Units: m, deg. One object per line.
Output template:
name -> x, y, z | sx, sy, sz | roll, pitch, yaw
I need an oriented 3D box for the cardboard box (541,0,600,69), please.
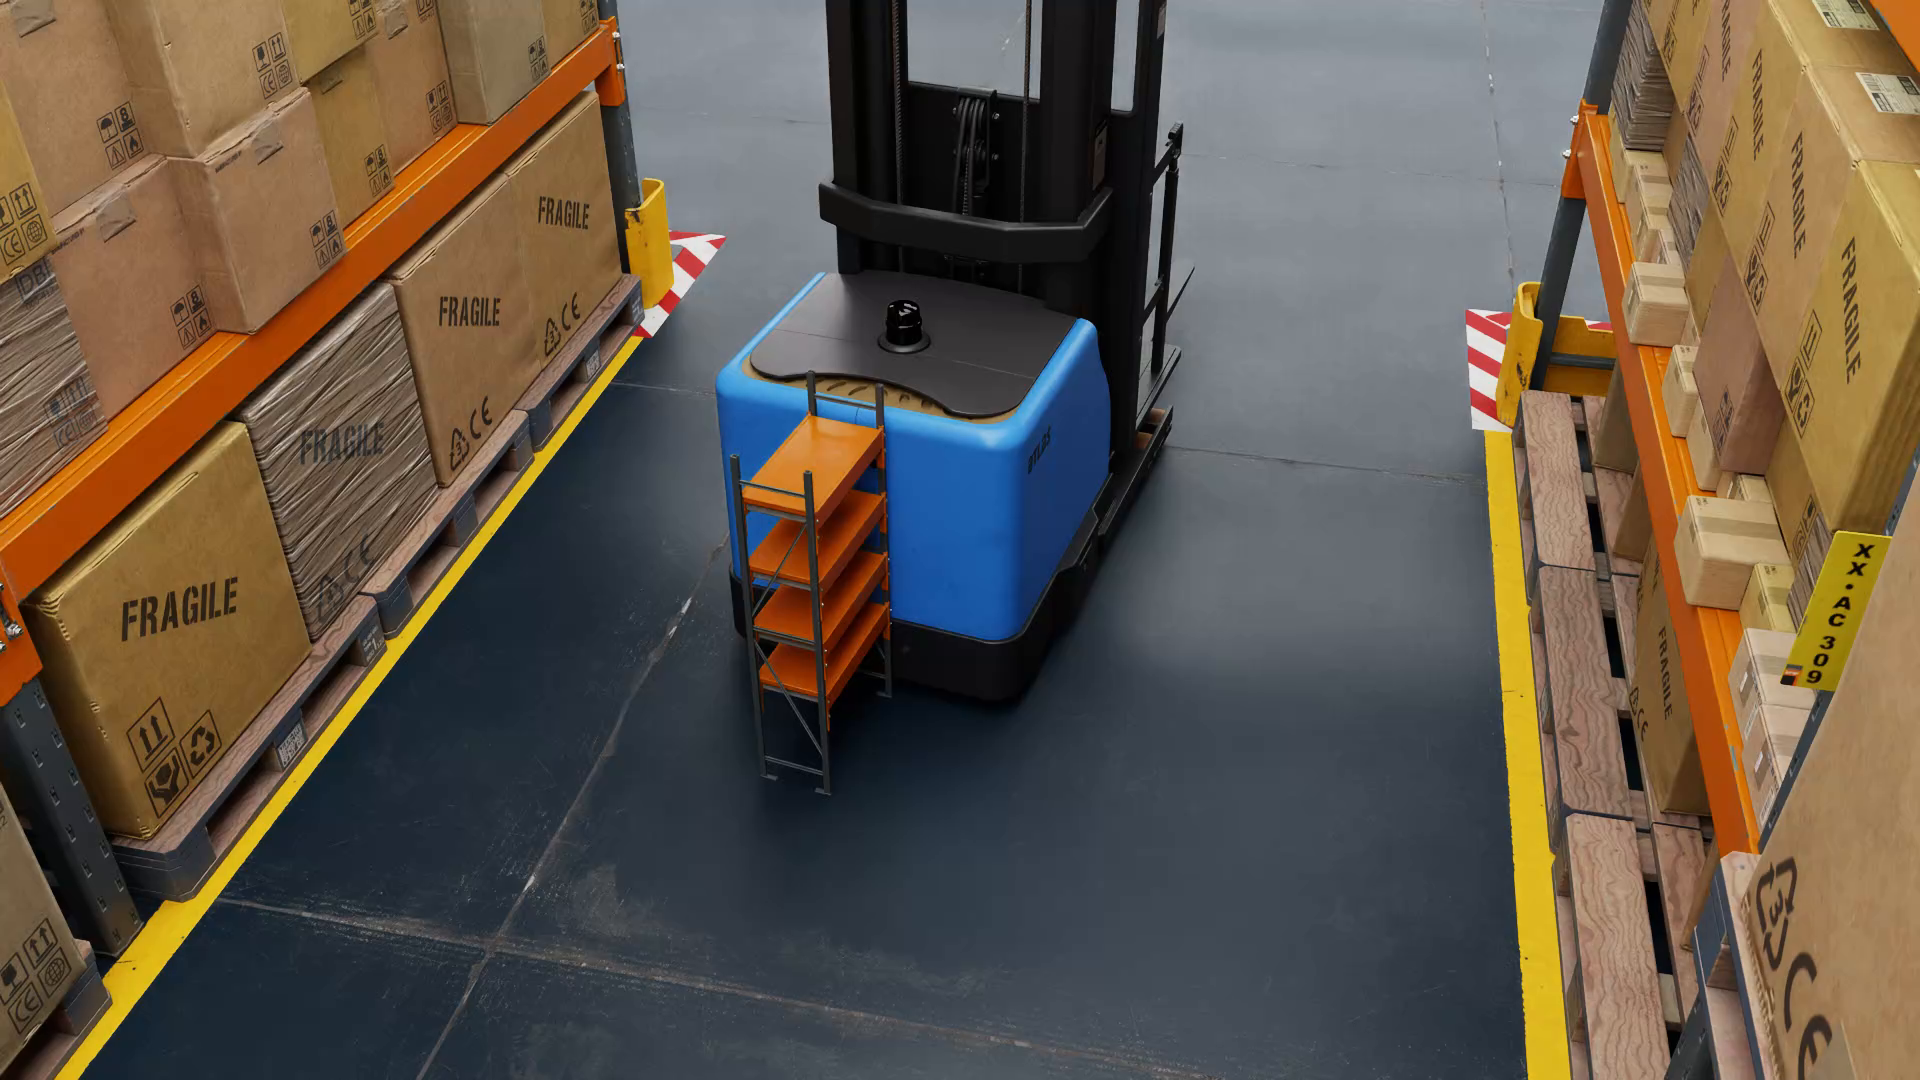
cardboard box -> -2.001, -2.277, 6.708 | 0.875, 0.550, 0.550 | 7, 37, 10

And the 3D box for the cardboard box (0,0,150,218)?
cardboard box -> -2.704, -1.177, 4.270 | 0.875, 0.550, 0.550 | 7, 37, 10

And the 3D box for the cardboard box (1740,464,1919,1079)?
cardboard box -> 1.697, 0.563, 2.048 | 1.000, 1.000, 1.000 | 8, 37, 10

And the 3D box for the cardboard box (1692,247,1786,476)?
cardboard box -> 2.310, -0.455, 3.983 | 0.875, 0.500, 0.500 | 7, 37, 10

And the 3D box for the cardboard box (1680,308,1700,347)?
cardboard box -> 2.226, -0.512, 4.615 | 0.380, 0.149, 0.250 | 7, 37, 10

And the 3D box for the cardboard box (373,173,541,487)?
cardboard box -> -2.232, -0.843, 6.310 | 0.875, 0.875, 0.875 | 7, 36, 9

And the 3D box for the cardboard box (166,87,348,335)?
cardboard box -> -2.427, -1.029, 4.985 | 0.875, 0.550, 0.550 | 7, 37, 10

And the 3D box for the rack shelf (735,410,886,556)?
rack shelf -> -0.424, -0.172, 4.795 | 0.258, 0.148, 0.480 | 13, 38, 17

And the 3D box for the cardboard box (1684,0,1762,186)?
cardboard box -> 2.155, -1.180, 4.131 | 0.500, 0.500, 0.500 | 7, 37, 10

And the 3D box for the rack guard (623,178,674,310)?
rack guard -> -1.961, -1.437, 7.806 | 1.175, 0.500, 0.348 | 7, 37, 10

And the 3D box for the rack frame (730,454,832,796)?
rack frame -> -0.511, 0.280, 4.841 | 0.240, 1.200, 0.015 | 13, 38, 17

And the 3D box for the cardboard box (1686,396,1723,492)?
cardboard box -> 2.078, -0.231, 4.227 | 0.380, 0.149, 0.250 | 7, 37, 10

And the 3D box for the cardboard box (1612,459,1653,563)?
cardboard box -> 2.614, -0.210, 5.757 | 0.500, 0.500, 0.500 | 17, 39, 22

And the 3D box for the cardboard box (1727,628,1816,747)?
cardboard box -> 1.825, 0.337, 3.443 | 0.380, 0.149, 0.250 | 7, 37, 10

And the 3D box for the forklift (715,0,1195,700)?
forklift -> 0.222, -1.528, 5.861 | 1.130, 2.935, 3.031 | 13, 38, 17

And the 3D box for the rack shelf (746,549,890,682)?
rack shelf -> -0.424, 0.201, 5.065 | 0.258, 0.148, 0.480 | 13, 38, 17

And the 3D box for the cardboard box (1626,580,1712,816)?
cardboard box -> 2.299, 0.460, 4.831 | 0.500, 0.500, 0.500 | 4, 36, 6

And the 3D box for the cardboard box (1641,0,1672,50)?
cardboard box -> 2.361, -1.754, 4.924 | 0.500, 0.500, 0.500 | 7, 37, 10

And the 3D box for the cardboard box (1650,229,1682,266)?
cardboard box -> 2.304, -0.803, 5.016 | 0.380, 0.149, 0.250 | 7, 37, 10

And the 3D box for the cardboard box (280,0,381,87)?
cardboard box -> -2.349, -1.774, 5.094 | 0.875, 0.550, 0.500 | 7, 37, 10

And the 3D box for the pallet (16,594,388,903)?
pallet -> -2.581, 0.561, 5.296 | 1.003, 0.211, 1.213 | 7, 37, 10

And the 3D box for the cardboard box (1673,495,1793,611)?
cardboard box -> 1.882, 0.044, 3.847 | 0.380, 0.149, 0.250 | 7, 37, 10

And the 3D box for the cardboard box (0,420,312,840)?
cardboard box -> -2.617, 0.197, 4.875 | 0.875, 0.875, 0.875 | 8, 37, 11

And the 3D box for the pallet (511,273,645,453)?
pallet -> -2.060, -0.838, 7.226 | 1.003, 0.211, 1.213 | 7, 37, 10

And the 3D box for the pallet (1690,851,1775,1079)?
pallet -> 1.699, 1.035, 2.429 | 1.003, 0.211, 1.213 | 7, 37, 10

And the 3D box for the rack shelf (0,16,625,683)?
rack shelf -> -2.393, -0.997, 5.683 | 1.077, 0.370, 4.000 | 7, 37, 10

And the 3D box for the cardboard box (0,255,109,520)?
cardboard box -> -2.753, -0.416, 4.140 | 0.875, 0.550, 0.550 | 7, 37, 10

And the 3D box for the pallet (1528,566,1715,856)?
pallet -> 2.371, 0.576, 5.276 | 1.003, 0.211, 1.213 | 7, 37, 10

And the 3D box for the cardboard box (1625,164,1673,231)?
cardboard box -> 2.391, -1.092, 5.415 | 0.380, 0.149, 0.250 | 7, 37, 10

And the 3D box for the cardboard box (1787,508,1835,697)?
cardboard box -> 2.160, 0.127, 3.181 | 0.875, 0.500, 0.500 | 7, 37, 10

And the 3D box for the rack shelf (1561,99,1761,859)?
rack shelf -> 2.431, -0.318, 4.745 | 1.077, 0.370, 4.000 | 7, 37, 10

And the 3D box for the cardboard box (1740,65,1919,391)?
cardboard box -> 1.937, -0.607, 3.341 | 0.500, 0.500, 0.500 | 7, 37, 10

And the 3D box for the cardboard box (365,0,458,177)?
cardboard box -> -2.339, -1.654, 5.848 | 0.875, 0.550, 0.550 | 7, 37, 10

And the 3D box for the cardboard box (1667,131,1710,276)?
cardboard box -> 2.575, -1.022, 4.765 | 0.875, 0.500, 0.500 | 7, 37, 10

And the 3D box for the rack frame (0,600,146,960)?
rack frame -> -2.820, -0.142, 3.890 | 1.000, 3.000, 0.127 | 7, 37, 10

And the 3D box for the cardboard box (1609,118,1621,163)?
cardboard box -> 2.492, -1.379, 5.811 | 0.380, 0.149, 0.250 | 7, 37, 10

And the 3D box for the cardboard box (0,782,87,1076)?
cardboard box -> -2.865, 0.966, 3.920 | 1.050, 0.750, 0.750 | 7, 37, 10

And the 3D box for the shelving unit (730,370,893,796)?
shelving unit -> -0.424, 0.146, 5.026 | 0.258, 1.200, 0.503 | 13, 38, 17

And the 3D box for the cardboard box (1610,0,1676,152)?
cardboard box -> 2.714, -1.605, 5.569 | 0.875, 0.500, 0.500 | 7, 37, 10
